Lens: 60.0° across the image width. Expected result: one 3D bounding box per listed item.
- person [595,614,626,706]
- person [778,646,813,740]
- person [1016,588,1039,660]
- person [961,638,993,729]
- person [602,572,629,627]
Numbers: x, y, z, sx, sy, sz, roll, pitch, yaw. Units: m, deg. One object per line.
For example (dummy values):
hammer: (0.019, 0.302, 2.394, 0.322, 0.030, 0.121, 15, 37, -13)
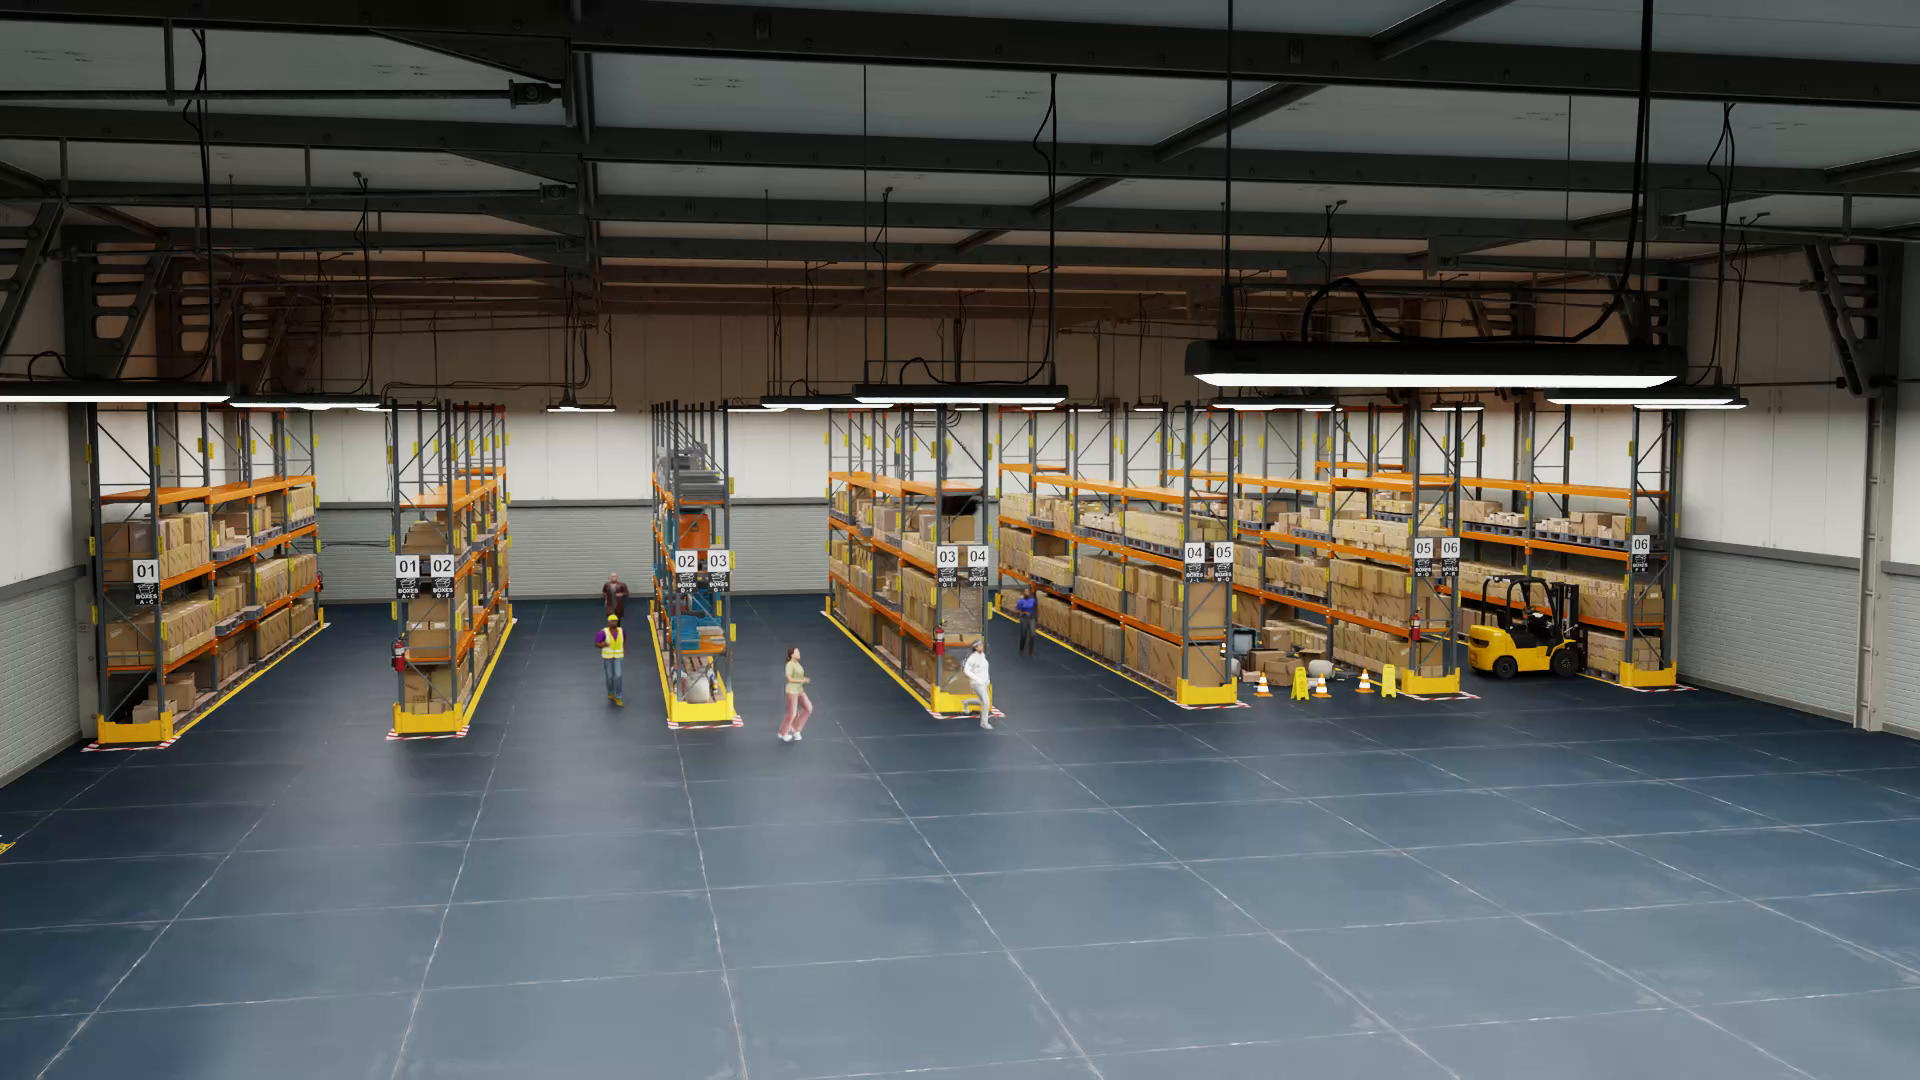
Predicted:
person: (-6.896, 2.377, 32.896, 0.662, 1.832, 0.774, -2, 5, -20)
person: (-2.889, 2.693, 29.103, 0.659, 1.678, 0.589, 2, 5, 20)
person: (1.596, 1.968, 39.190, 0.582, 1.694, 0.765, -1, 4, -7)
person: (0.301, 2.618, 30.505, 0.691, 1.668, 0.632, 2, 5, 28)
person: (-8.580, 1.819, 41.475, 0.669, 1.660, 0.833, -1, 4, -9)
